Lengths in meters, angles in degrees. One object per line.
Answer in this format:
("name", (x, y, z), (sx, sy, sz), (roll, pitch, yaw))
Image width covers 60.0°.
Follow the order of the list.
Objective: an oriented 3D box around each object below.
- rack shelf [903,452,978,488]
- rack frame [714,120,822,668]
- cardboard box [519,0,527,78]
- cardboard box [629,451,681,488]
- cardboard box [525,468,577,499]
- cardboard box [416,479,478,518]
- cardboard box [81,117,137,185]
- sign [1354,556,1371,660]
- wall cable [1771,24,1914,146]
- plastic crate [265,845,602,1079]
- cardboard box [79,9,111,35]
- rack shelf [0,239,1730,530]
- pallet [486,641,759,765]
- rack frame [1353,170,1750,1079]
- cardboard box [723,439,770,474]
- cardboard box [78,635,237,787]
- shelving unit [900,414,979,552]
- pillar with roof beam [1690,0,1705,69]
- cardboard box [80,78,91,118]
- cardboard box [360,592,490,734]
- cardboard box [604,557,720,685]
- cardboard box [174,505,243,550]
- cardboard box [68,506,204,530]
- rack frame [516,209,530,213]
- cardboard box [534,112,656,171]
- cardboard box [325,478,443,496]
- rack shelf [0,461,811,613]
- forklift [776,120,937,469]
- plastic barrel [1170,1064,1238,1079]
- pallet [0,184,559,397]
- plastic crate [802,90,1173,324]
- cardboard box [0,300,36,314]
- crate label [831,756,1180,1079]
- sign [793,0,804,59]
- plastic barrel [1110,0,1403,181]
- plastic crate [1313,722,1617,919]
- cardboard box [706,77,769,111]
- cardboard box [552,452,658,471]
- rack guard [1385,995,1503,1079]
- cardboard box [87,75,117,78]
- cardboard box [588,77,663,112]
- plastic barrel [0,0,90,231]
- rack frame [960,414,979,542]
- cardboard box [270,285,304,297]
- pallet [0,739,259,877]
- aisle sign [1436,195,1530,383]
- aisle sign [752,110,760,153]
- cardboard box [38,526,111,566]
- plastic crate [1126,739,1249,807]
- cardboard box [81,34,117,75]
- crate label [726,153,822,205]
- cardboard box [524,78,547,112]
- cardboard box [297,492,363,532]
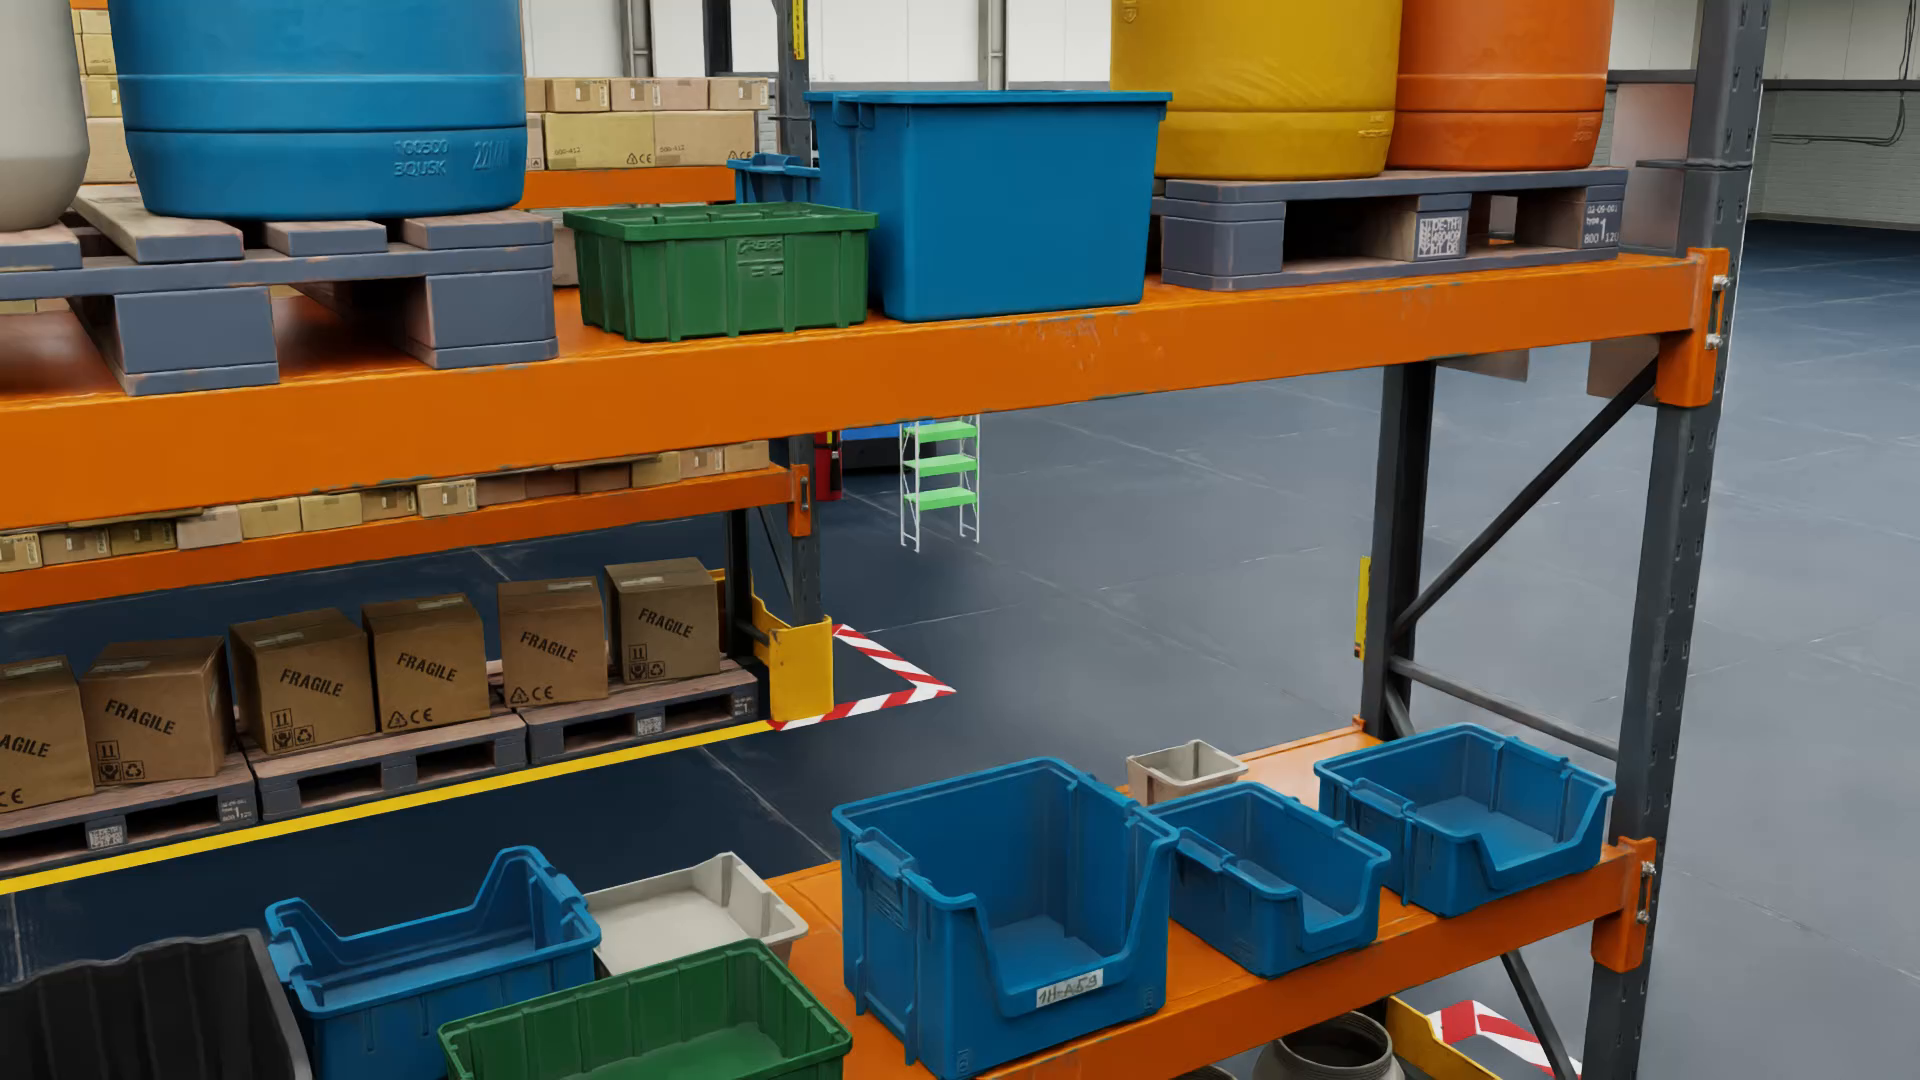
("rack shelf", (-0.142, -0.493, 11.683), (0.480, 0.148, 0.258), (-9, 18, -30))
("rack frame", (-1.022, -0.669, 8.738), (0.127, 3.000, 1.000), (-9, 18, -30))
("cardboard box", (-2.220, -2.271, 7.235), (0.500, 0.500, 0.500), (-9, 18, -30))
("cardboard box", (-1.562, -0.379, 8.171), (0.250, 0.149, 0.380), (-9, 18, -30))
("cardboard box", (-2.020, -0.323, 7.970), (0.250, 0.149, 0.380), (-9, 18, -30))
("cardboard box", (-2.392, -0.228, 7.630), (0.250, 0.149, 0.380), (-9, 18, -30))
("cardboard box", (-3.482, -1.563, 6.649), (0.500, 0.250, 0.500), (-9, 18, -30))
("sign", (1.249, 0.216, 5.069), (0.005, 0.325, 0.100), (-9, 18, -30))
("wall cable", (19.176, -9.889, 36.267), (0.112, 2.526, 3.097), (-9, 18, -30))
("plastic crate", (-1.091, 0.888, 3.460), (0.616, 0.251, 0.499), (-9, 18, -30))
("cardboard box", (-5.559, -3.346, 10.757), (0.250, 0.149, 0.380), (-9, 18, -29))
("rack shelf", (-0.186, -0.343, 3.351), (4.000, 0.370, 1.077), (-9, 18, -30))
("pallet", (-1.802, 0.789, 8.703), (1.213, 0.211, 1.003), (-9, 18, -30))
("rack frame", (1.529, 0.477, 4.650), (0.127, 3.000, 1.000), (-9, 18, -30))
("cardboard box", (-1.160, -0.460, 8.461), (0.250, 0.149, 0.380), (-9, 18, -30))
("cardboard box", (-3.600, 0.761, 7.491), (0.500, 0.500, 0.500), (-3, 16, -12))
("shelving unit", (-0.142, -0.555, 11.666), (0.503, 1.200, 0.258), (-9, 18, -30))
("pillar with roof beam", (18.186, -10.284, 31.925), (0.400, 9.000, 9.100), (-9, 18, -30))
("cardboard box", (-3.576, -1.736, 6.529), (0.250, 0.149, 0.380), (-9, 18, -29))
("cardboard box", (-2.607, 0.589, 8.104), (0.500, 0.500, 0.500), (-7, 17, -25))
("cardboard box", (-1.566, 0.415, 8.723), (0.500, 0.500, 0.500), (-6, 17, -19))
("cardboard box", (-3.246, -0.087, 7.129), (0.250, 0.149, 0.380), (-9, 18, -30))
("cardboard box", (-3.586, -0.414, 7.092), (0.500, 0.500, 0.875), (-9, 18, -30))
("rack frame", (-3.490, -1.830, 12.882), (0.127, 3.000, 1.000), (-9, 18, -30))
("cardboard box", (-1.731, -1.845, 7.655), (0.500, 0.250, 0.500), (-9, 18, -29))
("cardboard box", (-2.760, -0.567, 7.637), (0.500, 0.500, 0.875), (-9, 18, -30))
("rack shelf", (-2.736, -0.044, 7.844), (4.000, 0.370, 1.077), (-9, 18, -30))
("forklift", (-1.139, -2.342, 14.833), (1.130, 2.935, 3.031), (-5, 16, -18))
("plastic barrel", (0.574, 1.652, 4.292), (0.421, 0.512, 0.421), (0, 16, 0))
("pallet", (-1.332, -0.443, 2.726), (1.003, 0.211, 1.213), (-9, 18, -30))
("plastic crate", (0.049, -0.625, 3.054), (0.575, 0.384, 0.392), (-9, 18, -30))
("cardboard box", (-3.934, -0.789, 6.580), (0.500, 0.500, 0.500), (-9, 18, -30))
("crate label", (0.090, 0.779, 3.510), (0.616, 0.435, 0.502), (-9, 18, -30))
("sign", (-0.753, -2.408, 7.746), (0.005, 0.325, 0.100), (-9, 18, -30))
("plastic barrel", (0.617, -1.072, 3.493), (0.600, 0.588, 0.600), (0, 16, 0))
("plastic crate", (1.254, 0.688, 4.175), (0.616, 0.251, 0.499), (-9, 18, -30))
("cardboard box", (-1.099, -2.122, 7.905), (0.250, 0.149, 0.380), (-9, 18, -30))
("cardboard box", (-1.874, -0.693, 8.088), (0.500, 0.500, 0.875), (-9, 18, -30))
("rack guard", (1.488, 1.702, 4.911), (0.348, 0.500, 1.175), (-9, 18, -30))
("cardboard box", (-5.560, -2.962, 10.864), (0.250, 0.149, 0.380), (-10, 18, -31))
("cardboard box", (-1.561, -2.050, 7.646), (0.250, 0.149, 0.380), (-10, 19, -32))
("plastic barrel", (-1.430, -0.682, 2.242), (0.421, 0.512, 0.421), (0, 16, 0))
("rack frame", (0.067, -0.589, 11.787), (0.015, 1.200, 0.240), (-9, 18, -30))
("cardboard box", (-3.077, -0.929, 7.076), (0.500, 0.500, 0.500), (-9, 18, -30))
("pallet", (-3.893, 1.128, 7.493), (1.213, 0.211, 1.003), (-9, 18, -30))
("aisle sign", (1.440, -0.852, 4.577), (0.004, 0.787, 0.394), (-9, 18, -30))
("aisle sign", (-1.123, -1.999, 8.666), (0.004, 0.787, 0.394), (-9, 18, -30))
("cardboard box", (-3.691, -0.025, 6.907), (0.250, 0.149, 0.380), (-9, 18, -30))
("plastic crate", (0.596, 0.654, 4.508), (0.250, 0.136, 0.298), (-9, 18, -30))
("cardboard box", (-5.491, -3.184, 10.917), (0.500, 0.250, 0.500), (-9, 18, -30))
("crate label", (-0.246, -0.712, 3.610), (0.408, 0.251, 0.502), (-9, 18, -30))
("cardboard box", (-2.040, -2.004, 7.482), (0.250, 0.149, 0.380), (-9, 18, -29))
("cardboard box", (-2.833, -0.164, 7.402), (0.250, 0.149, 0.380), (-9, 18, -30))
